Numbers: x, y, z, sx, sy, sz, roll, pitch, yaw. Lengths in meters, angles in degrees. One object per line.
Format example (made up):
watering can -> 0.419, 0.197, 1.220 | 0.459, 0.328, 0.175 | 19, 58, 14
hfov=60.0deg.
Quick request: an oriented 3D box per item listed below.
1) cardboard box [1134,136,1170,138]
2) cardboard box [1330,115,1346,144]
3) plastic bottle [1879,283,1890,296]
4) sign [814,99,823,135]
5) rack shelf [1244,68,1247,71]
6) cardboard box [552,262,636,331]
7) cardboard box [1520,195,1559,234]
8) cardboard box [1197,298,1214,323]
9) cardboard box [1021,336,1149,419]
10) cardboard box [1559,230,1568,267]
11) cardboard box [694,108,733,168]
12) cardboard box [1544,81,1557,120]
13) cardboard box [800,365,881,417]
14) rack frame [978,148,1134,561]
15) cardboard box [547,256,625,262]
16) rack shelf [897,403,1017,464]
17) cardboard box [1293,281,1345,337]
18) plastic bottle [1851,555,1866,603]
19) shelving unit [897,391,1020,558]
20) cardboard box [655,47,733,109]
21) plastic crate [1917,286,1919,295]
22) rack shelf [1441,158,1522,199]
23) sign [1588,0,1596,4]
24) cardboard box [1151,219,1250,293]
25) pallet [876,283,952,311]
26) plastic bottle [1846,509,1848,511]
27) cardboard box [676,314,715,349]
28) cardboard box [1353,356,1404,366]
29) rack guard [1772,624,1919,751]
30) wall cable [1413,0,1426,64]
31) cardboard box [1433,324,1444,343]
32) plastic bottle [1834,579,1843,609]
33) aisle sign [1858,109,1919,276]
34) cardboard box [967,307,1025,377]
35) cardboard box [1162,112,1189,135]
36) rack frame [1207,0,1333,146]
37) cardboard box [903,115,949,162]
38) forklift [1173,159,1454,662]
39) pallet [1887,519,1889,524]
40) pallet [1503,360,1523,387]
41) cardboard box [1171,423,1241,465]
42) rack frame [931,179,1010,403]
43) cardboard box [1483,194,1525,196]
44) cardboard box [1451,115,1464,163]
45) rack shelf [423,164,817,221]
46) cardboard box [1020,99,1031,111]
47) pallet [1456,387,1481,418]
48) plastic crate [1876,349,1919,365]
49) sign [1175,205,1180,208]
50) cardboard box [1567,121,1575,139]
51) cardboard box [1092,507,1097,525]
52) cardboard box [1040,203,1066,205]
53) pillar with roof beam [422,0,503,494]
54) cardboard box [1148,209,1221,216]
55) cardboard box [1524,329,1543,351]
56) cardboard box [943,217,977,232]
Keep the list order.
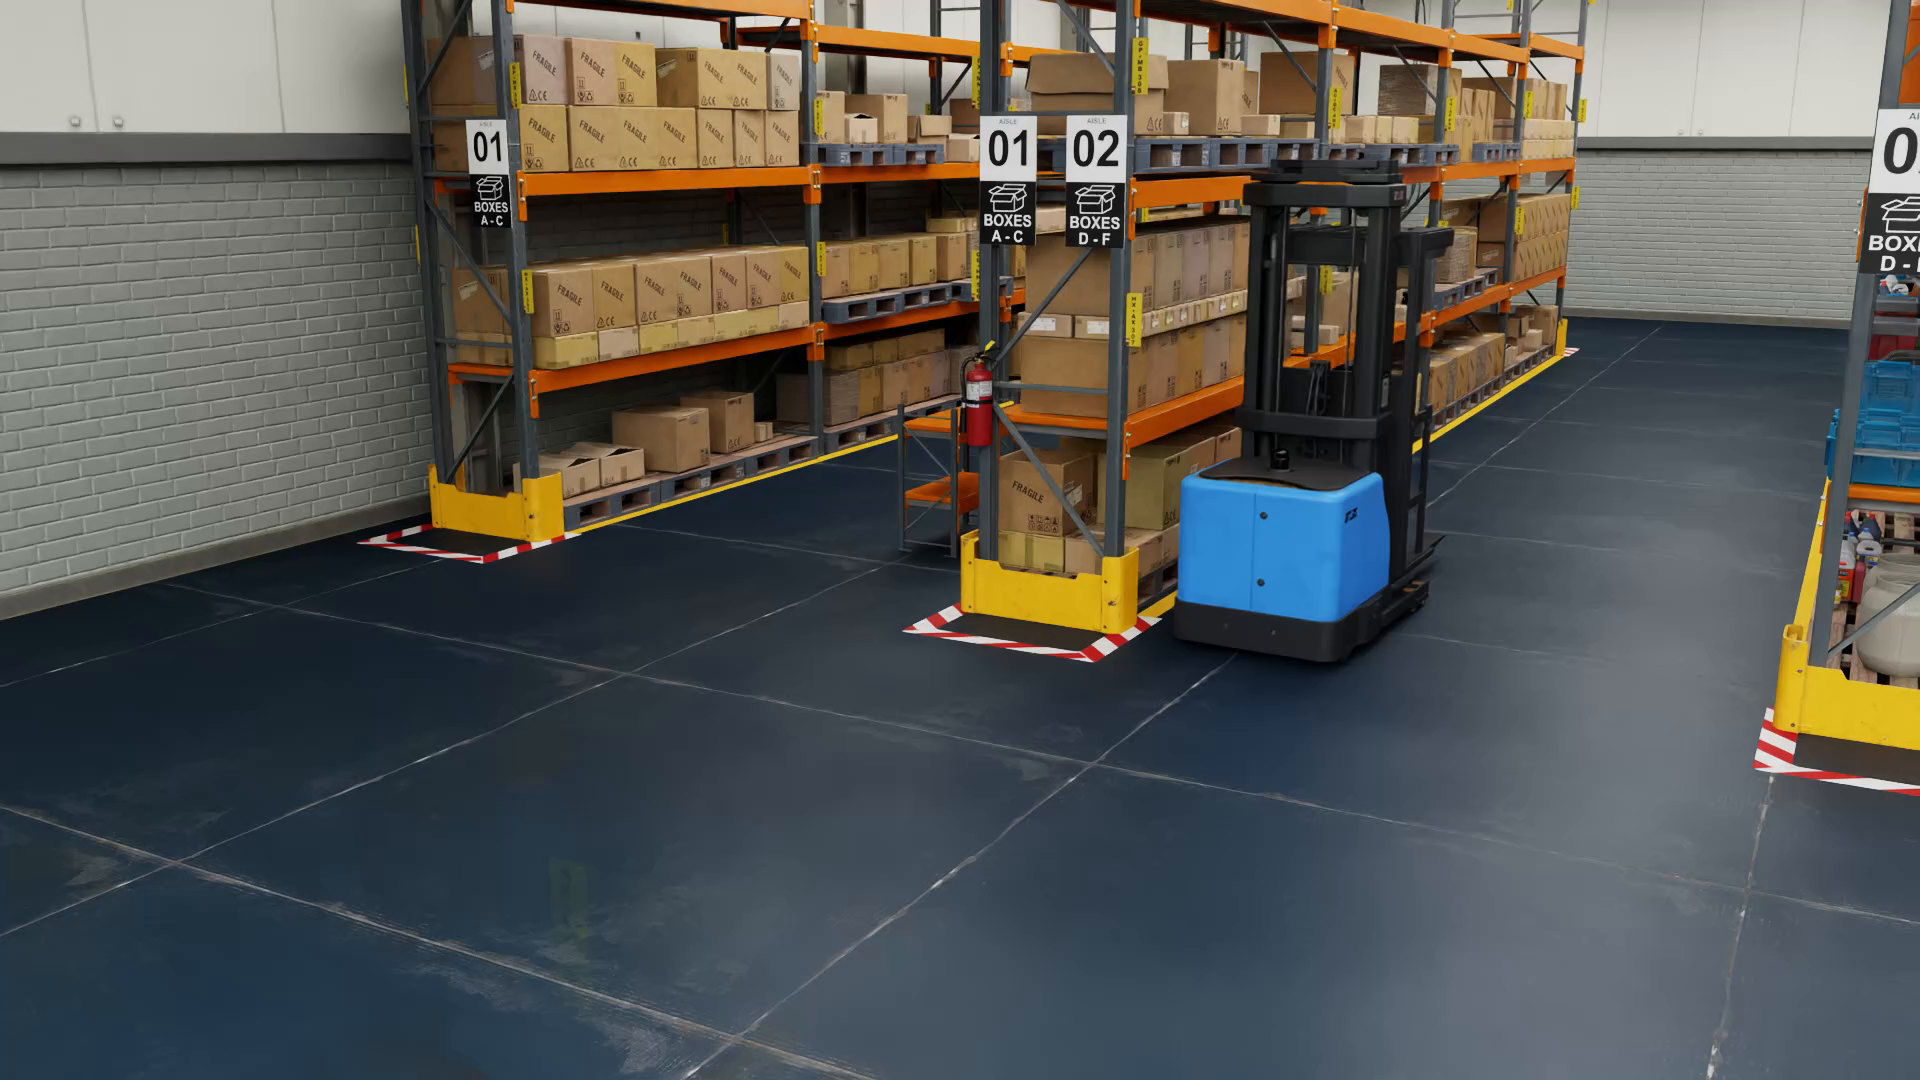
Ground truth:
cardboard box -> 2.616, -5.733, 23.226 | 0.500, 0.250, 0.500 | 7, 15, 28
cardboard box -> 3.091, -3.610, 14.629 | 0.500, 0.250, 0.500 | 6, 15, 23
plastic bottle -> 9.278, -2.410, 16.736 | 0.144, 0.351, 0.185 | 7, 15, 28
sign -> -1.338, -3.992, 15.688 | 0.100, 0.325, 0.005 | 7, 15, 28
rack shelf -> 3.018, -6.766, 24.287 | 1.077, 0.370, 4.000 | 7, 15, 28
cardboard box -> -3.008, -1.987, 13.553 | 0.500, 0.500, 0.500 | 7, 15, 28
cardboard box -> 7.859, -4.445, 22.725 | 0.500, 0.500, 0.500 | 8, 16, 30
cardboard box -> 1.587, -1.646, 11.862 | 0.380, 0.149, 0.250 | 7, 15, 27
cardboard box -> 0.825, -1.104, 10.999 | 0.700, 0.500, 0.500 | 7, 15, 28
cardboard box -> 8.345, -4.170, 23.715 | 0.500, 0.500, 0.500 | 8, 16, 30
cardboard box -> -2.334, -3.507, 14.523 | 0.500, 0.500, 0.500 | 7, 15, 26
cardboard box -> 7.625, -5.922, 22.449 | 0.700, 0.500, 0.500 | 7, 15, 28
cardboard box -> -1.269, -1.605, 17.688 | 0.700, 0.500, 0.500 | 7, 15, 27
rack frame -> 0.588, -0.961, 10.620 | 1.000, 3.000, 0.127 | 7, 15, 28
cardboard box -> -3.210, -2.152, 14.239 | 0.500, 0.500, 0.500 | 7, 15, 27
rack shelf -> 0.003, -0.833, 12.839 | 0.538, 0.278, 1.000 | 7, 15, 28
cardboard box -> 3.162, -2.094, 15.106 | 0.500, 0.500, 0.500 | 9, 16, 32
plastic bottle -> 5.666, 0.244, 10.477 | 0.061, 0.283, 0.133 | 7, 15, 28
shelving unit -> 0.003, -0.548, 12.907 | 0.538, 1.125, 1.048 | 7, 15, 28
cardboard box -> -2.320, -3.989, 14.391 | 0.500, 0.500, 0.500 | 7, 15, 26
plastic crate -> 11.074, -2.841, 18.854 | 0.396, 0.136, 0.243 | 7, 15, 28
rack shelf -> 5.422, -4.121, 18.863 | 1.077, 0.370, 4.000 | 7, 15, 28
sign -> 8.799, -7.624, 23.127 | 0.100, 0.325, 0.005 | 7, 15, 28
cardboard box -> 1.827, -2.163, 12.623 | 0.700, 0.500, 0.500 | 7, 15, 28
pallet -> -0.804, -2.659, 18.071 | 1.003, 0.211, 1.213 | 7, 15, 28
plastic bottle -> 6.318, -0.092, 11.896 | 0.097, 0.271, 0.097 | 0, 14, 0
cardboard box -> -2.500, -1.838, 14.534 | 0.500, 0.250, 0.500 | 8, 15, 29
cardboard box -> 4.702, -1.820, 18.576 | 0.500, 0.500, 0.500 | 8, 16, 30
rack guard -> 4.918, 0.795, 8.669 | 1.175, 0.500, 0.348 | 7, 15, 28
wall cable -> 9.400, -9.480, 29.004 | 3.097, 2.526, 0.112 | 7, 15, 28
cardboard box -> 5.459, -2.509, 19.837 | 0.500, 0.250, 0.500 | 7, 15, 28
plastic bottle -> 5.427, 0.321, 10.334 | 0.097, 0.201, 0.097 | 0, 14, 0
aisle sign -> 4.628, -1.682, 8.062 | 0.394, 0.787, 0.004 | 7, 15, 28
cardboard box -> 0.588, -2.458, 20.520 | 0.750, 0.750, 0.750 | 7, 15, 27
cardboard box -> 1.311, -2.791, 11.150 | 0.380, 0.149, 0.250 | 7, 15, 28
rack frame -> 2.522, -4.698, 13.321 | 1.000, 3.000, 0.127 | 7, 15, 28
cardboard box -> -0.590, -4.426, 18.327 | 0.797, 0.503, 0.637 | 10, 17, 36
forklift -> 2.513, -0.996, 10.909 | 1.130, 2.935, 3.031 | 8, 16, 30
pallet -> 7.791, -0.281, 13.748 | 1.003, 0.211, 1.213 | 7, 15, 28
pallet -> 6.722, -2.208, 21.743 | 1.003, 0.211, 1.213 | 7, 15, 28
cardboard box -> 1.770, -0.585, 12.432 | 0.500, 0.500, 0.500 | 7, 15, 28
rack frame -> 0.117, -3.163, 19.753 | 1.000, 3.000, 0.127 | 7, 15, 28
cardboard box -> 7.632, -4.609, 23.405 | 0.500, 0.500, 0.500 | 8, 15, 29
cardboard box -> 4.884, -4.307, 17.886 | 0.910, 0.500, 0.500 | 7, 15, 28
rack shelf -> -2.783, -3.040, 14.379 | 1.077, 0.370, 4.000 | 7, 15, 28
cardboard box -> 0.512, -5.104, 20.253 | 0.700, 0.500, 0.500 | 6, 15, 25
pallet -> 5.440, -1.645, 19.407 | 1.003, 0.211, 1.213 | 7, 15, 28
plastic crate -> 6.492, -1.097, 11.314 | 0.767, 0.338, 0.504 | 7, 15, 28
sign -> 3.502, -5.328, 26.716 | 0.100, 0.325, 0.005 | 7, 15, 28
cardboard box -> 8.298, -5.738, 23.286 | 0.500, 0.250, 0.500 | 7, 15, 28
cardboard box -> 0.820, -0.076, 11.919 | 0.500, 0.250, 0.500 | 7, 15, 28
cardboard box -> 1.354, -4.378, 22.303 | 0.500, 0.250, 0.500 | 8, 15, 29
pillar with roof beam -> -0.400, -4.192, 11.221 | 9.100, 9.000, 0.400 | 7, 15, 28
cardboard box -> 3.405, -4.694, 25.463 | 0.980, 0.700, 0.700 | 7, 15, 28
cardboard box -> 7.790, -2.790, 23.134 | 0.500, 0.250, 0.500 | 7, 15, 28
cardboard box -> -0.023, -3.666, 19.306 | 0.380, 0.149, 0.250 | 5, 15, 21
